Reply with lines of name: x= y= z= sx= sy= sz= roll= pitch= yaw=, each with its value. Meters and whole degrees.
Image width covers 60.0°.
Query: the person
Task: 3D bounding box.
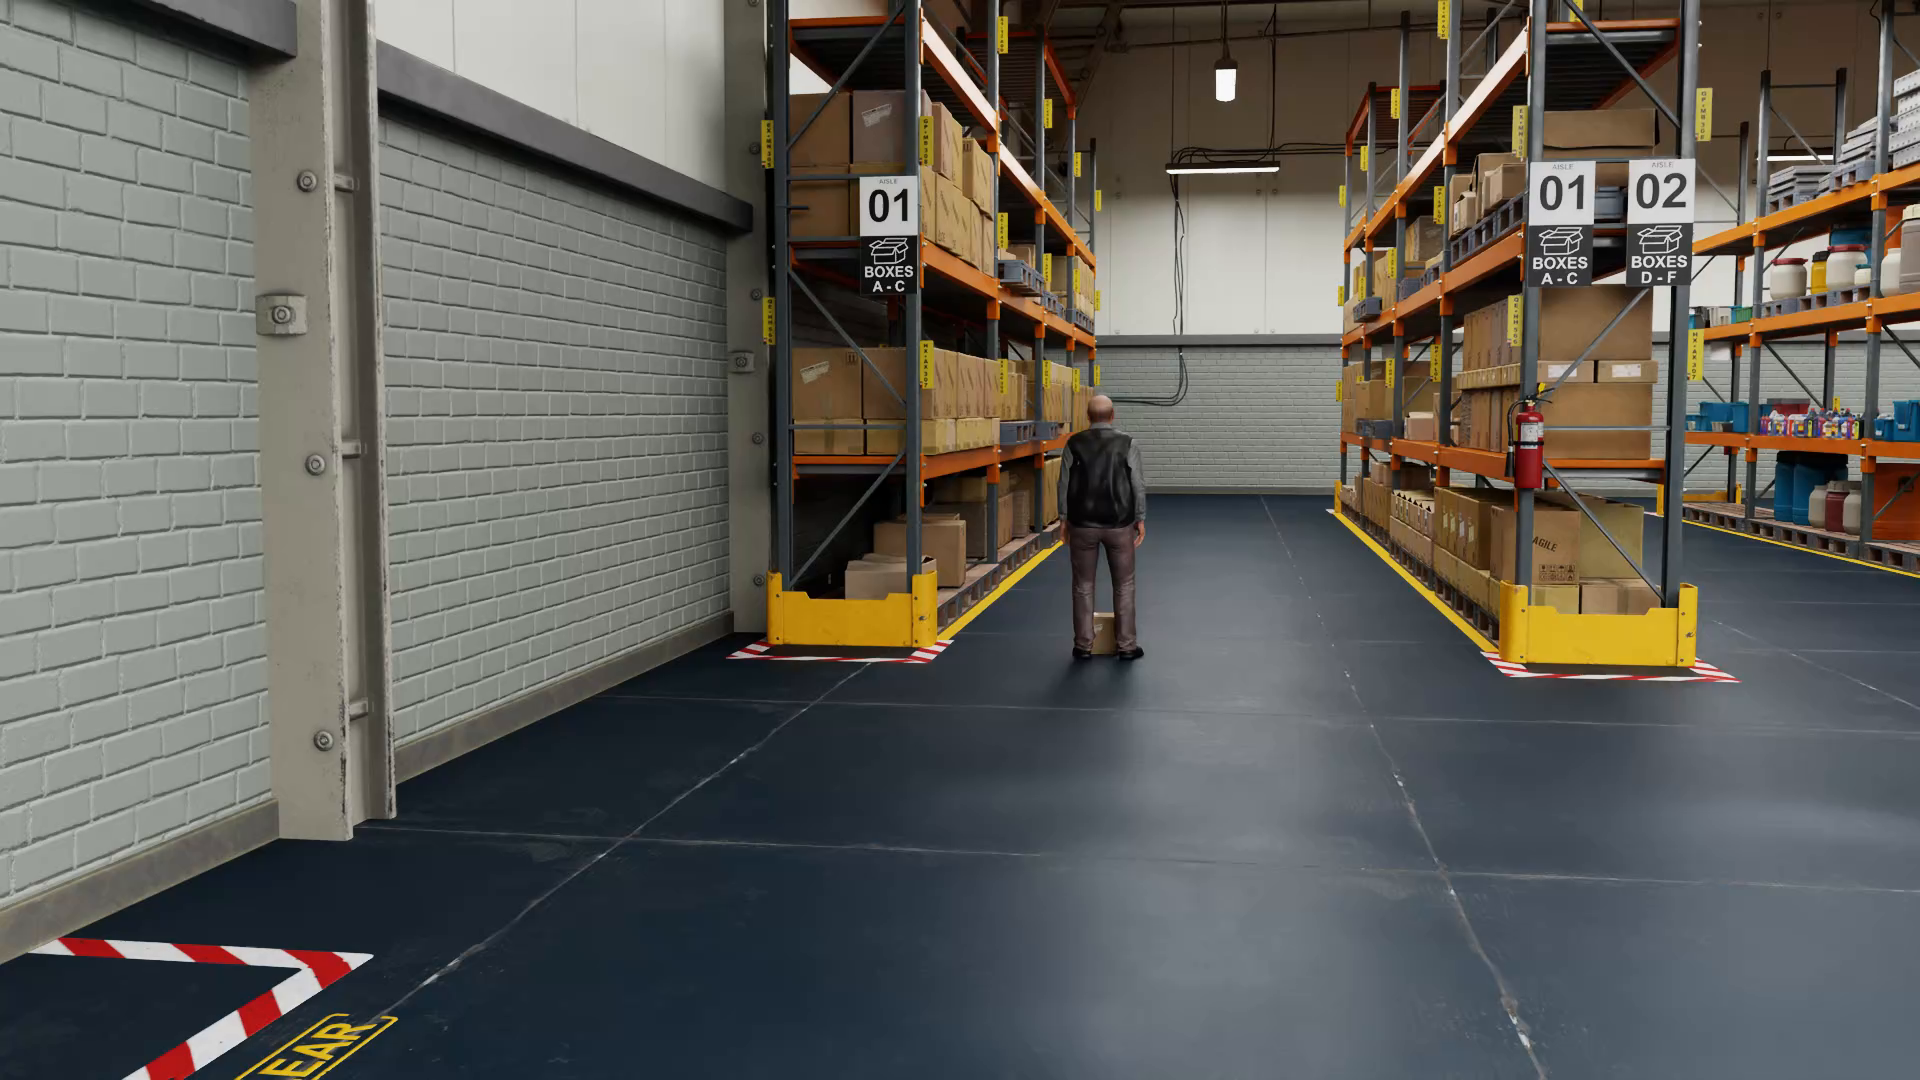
person: x=0.924 y=-0.084 z=10.864 sx=0.580 sy=1.721 sz=0.416 roll=1 pitch=4 yaw=9
